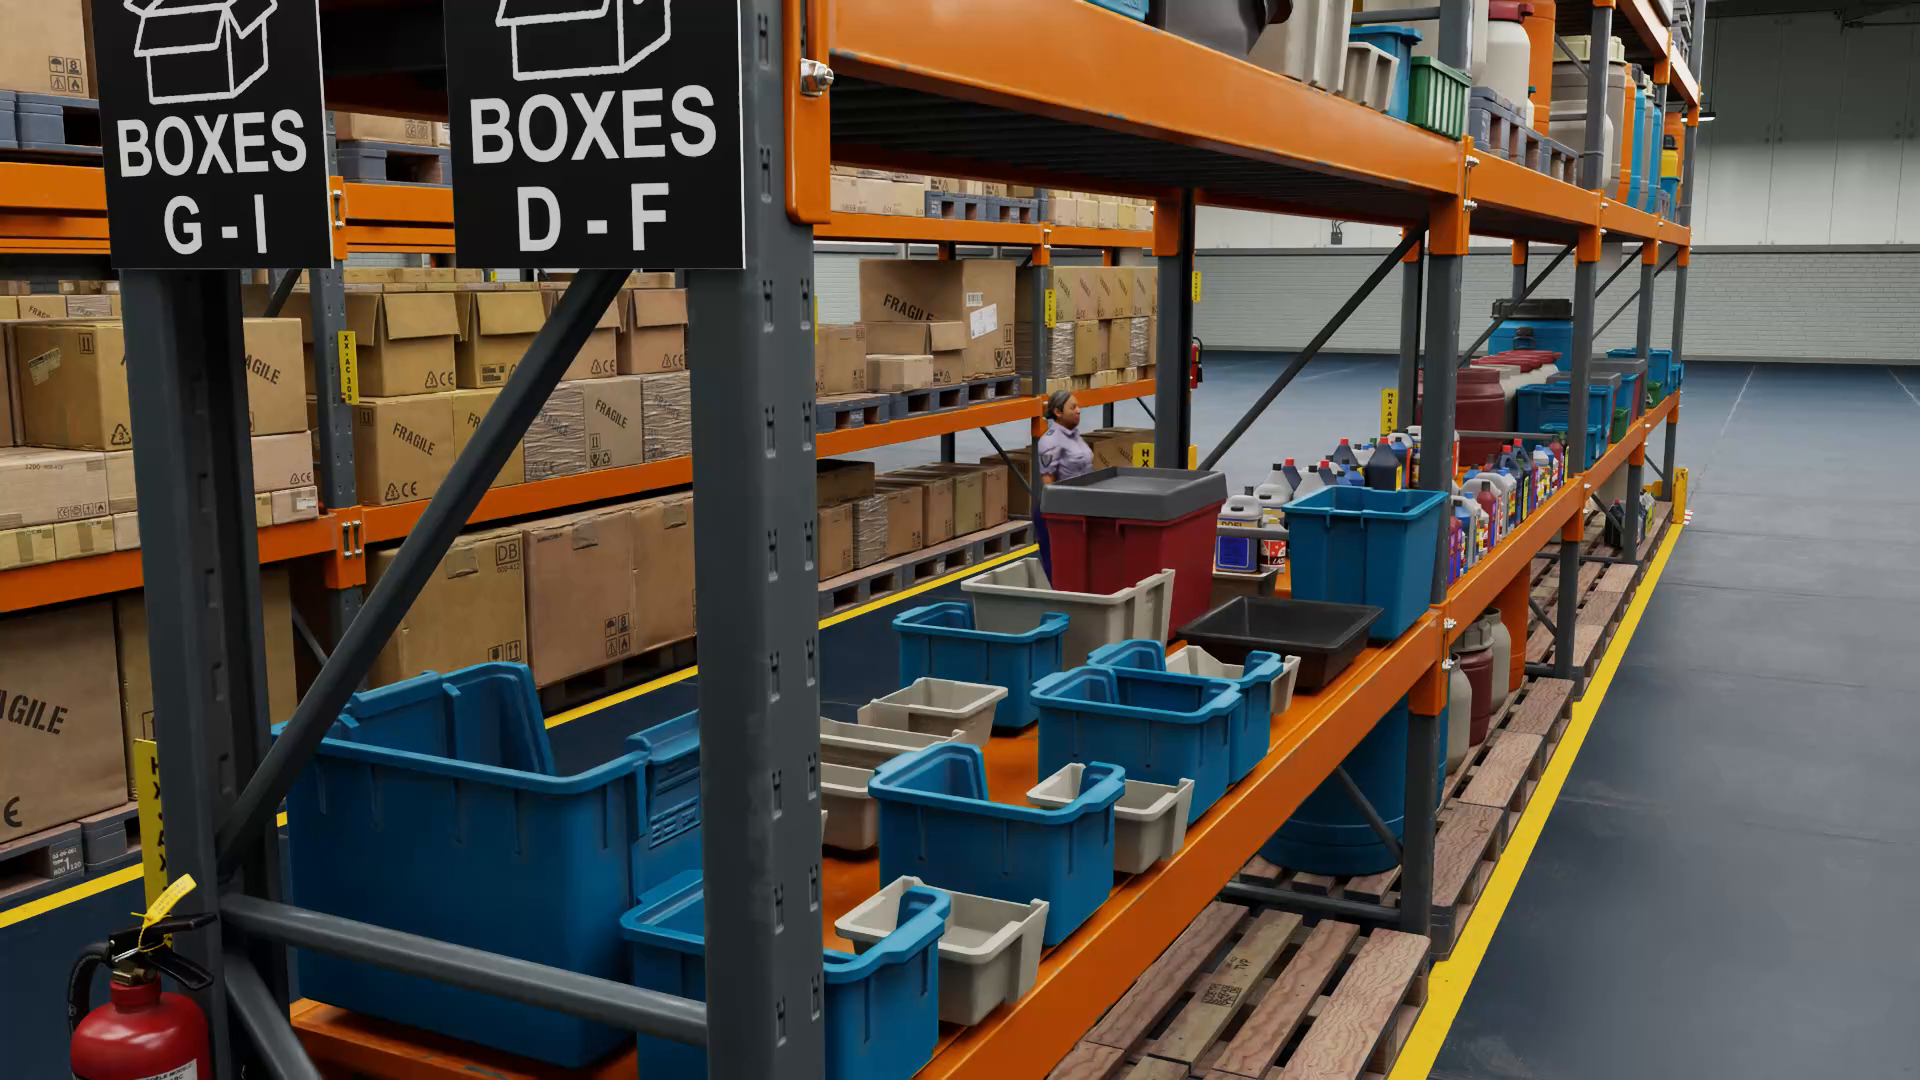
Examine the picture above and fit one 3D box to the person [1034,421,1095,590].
[{"bbox_3d":[0.685,-0.031,10.614,0.359,1.450,0.470,5,10,27],"label":"person"}]
